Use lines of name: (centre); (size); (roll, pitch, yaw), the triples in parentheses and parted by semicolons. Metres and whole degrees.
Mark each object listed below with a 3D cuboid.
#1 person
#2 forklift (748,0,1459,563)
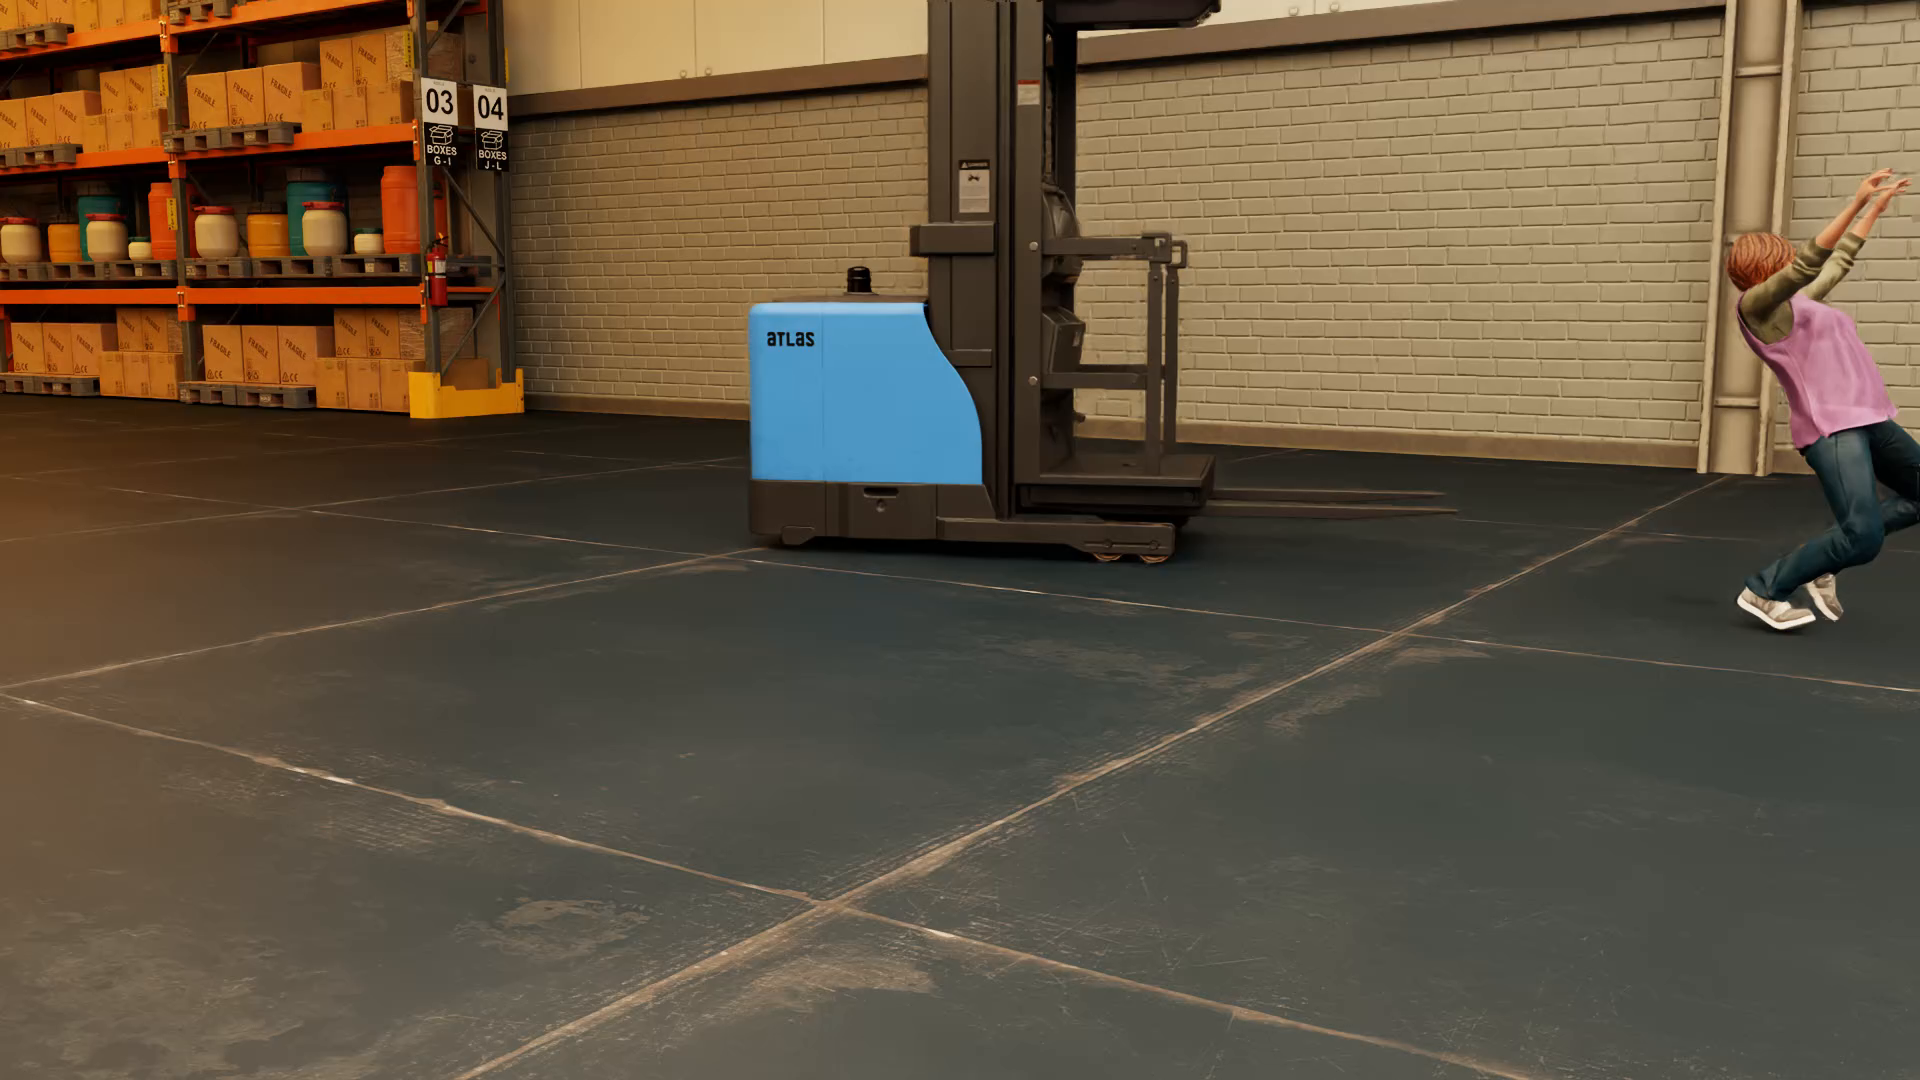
person: (2.853, -0.449, 5.472); (0.658, 1.487, 0.825); (8, 11, 44)
forklift: (0.635, -1.435, 7.287); (3.031, 2.935, 1.130); (2, 8, 11)
